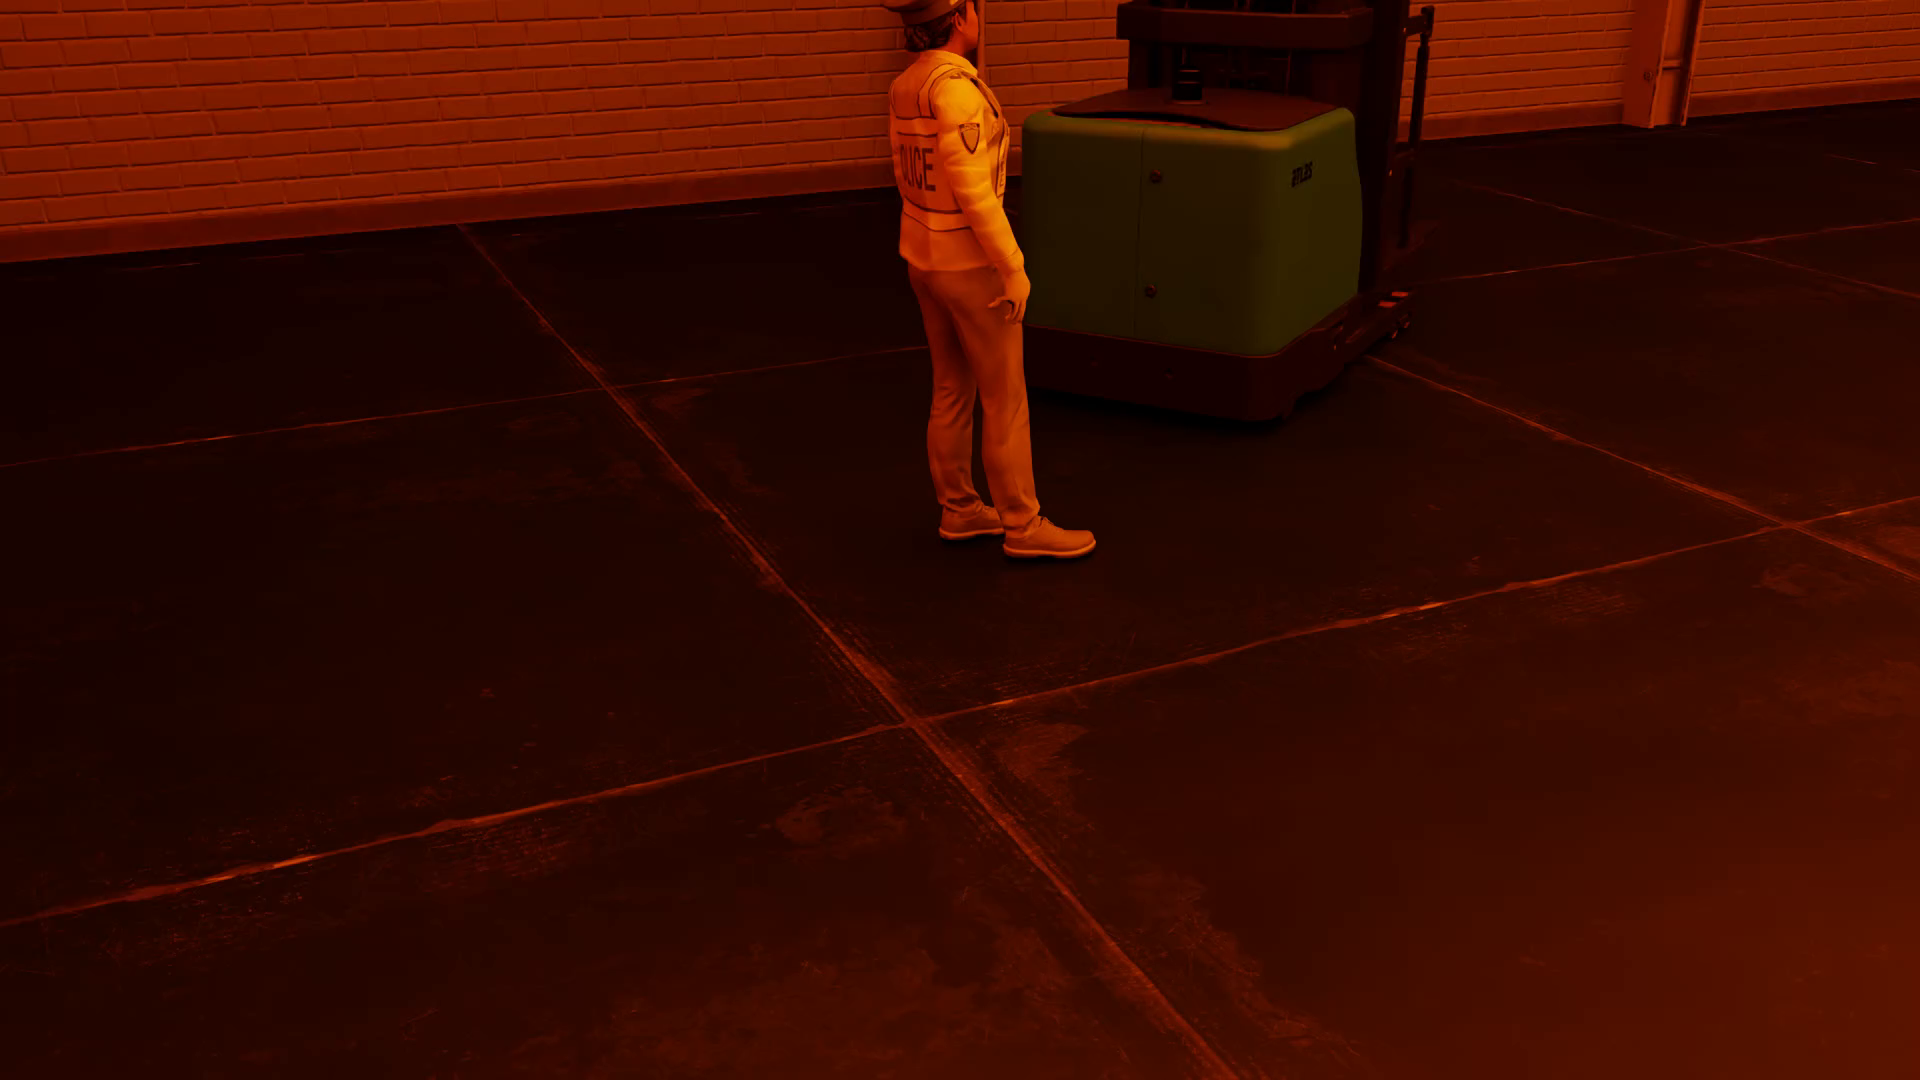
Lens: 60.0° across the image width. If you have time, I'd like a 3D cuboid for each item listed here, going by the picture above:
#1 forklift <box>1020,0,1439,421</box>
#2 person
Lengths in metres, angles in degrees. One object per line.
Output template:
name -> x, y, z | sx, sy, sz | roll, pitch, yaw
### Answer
forklift -> 1.370, -2.299, 6.821 | 1.130, 2.935, 3.031 | 12, 25, 27
person -> 0.063, -0.798, 4.800 | 0.533, 1.696, 0.588 | -10, 25, -23
